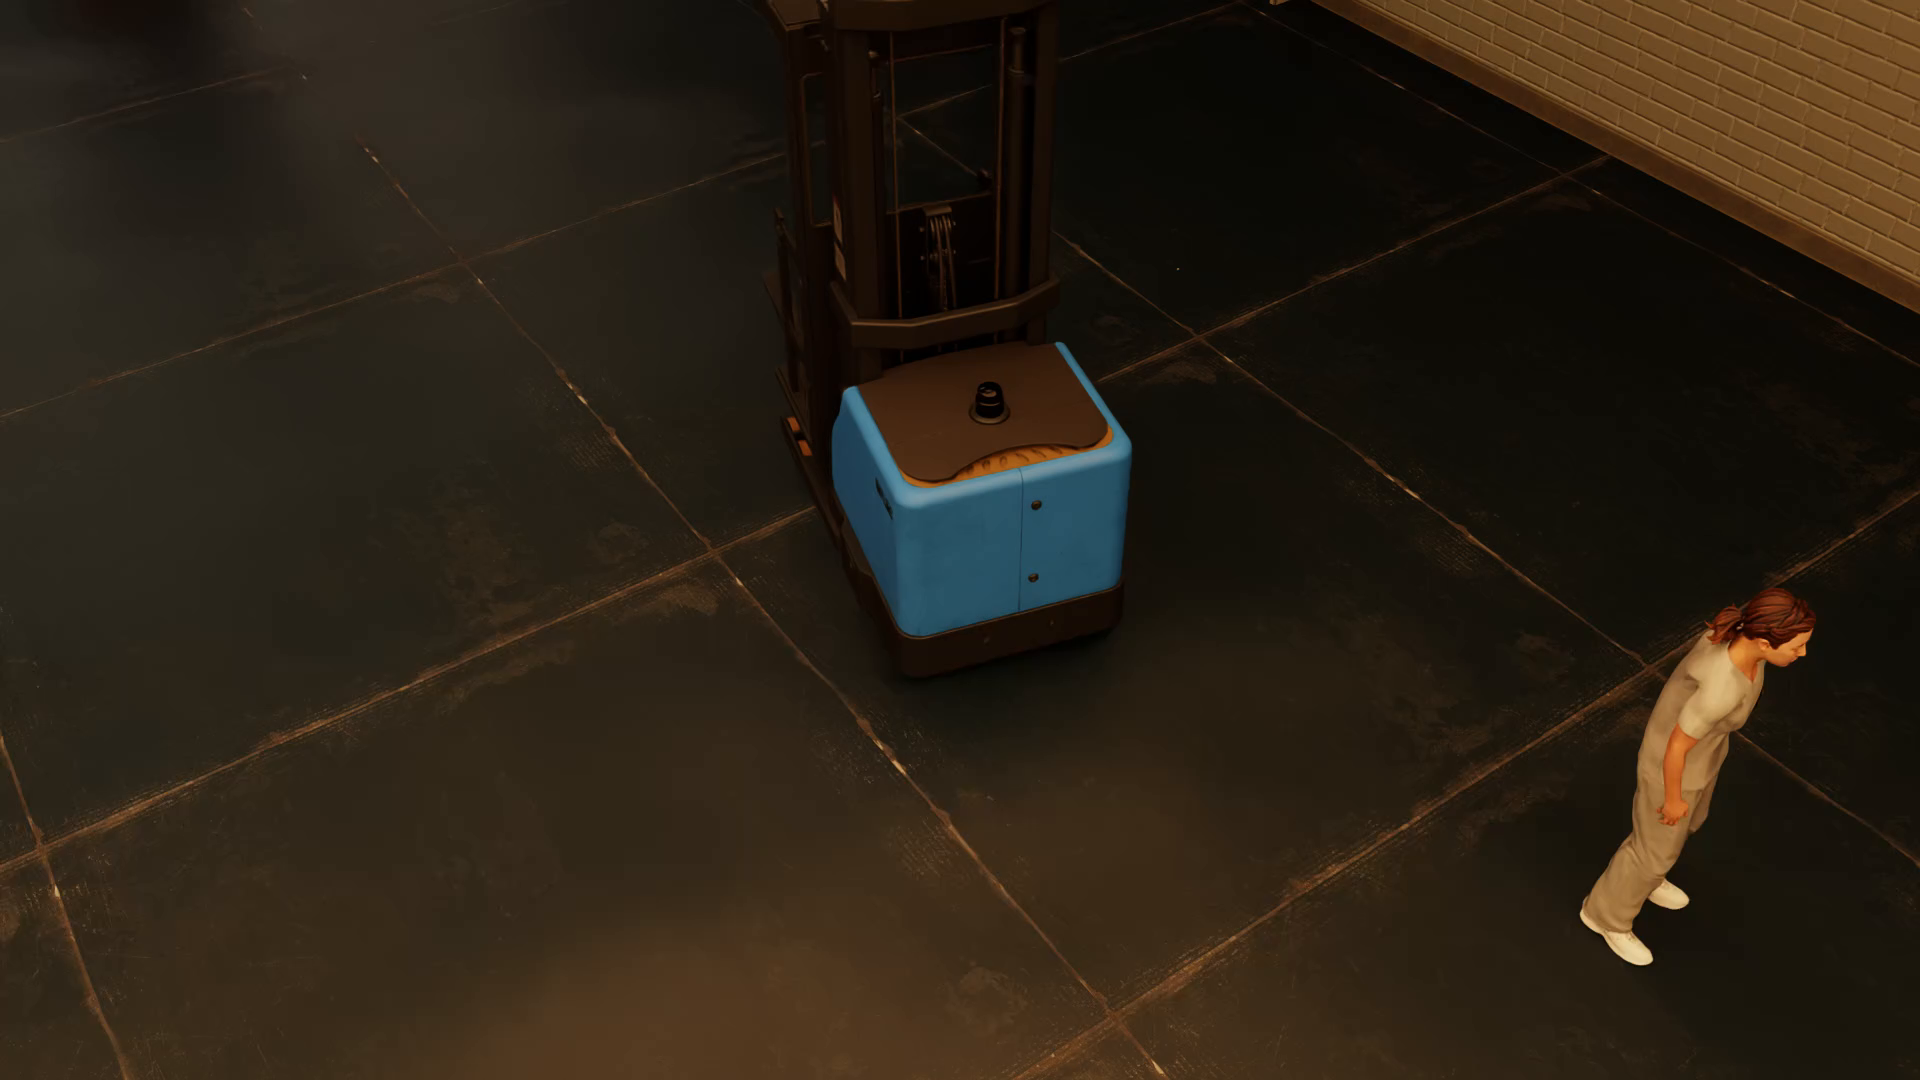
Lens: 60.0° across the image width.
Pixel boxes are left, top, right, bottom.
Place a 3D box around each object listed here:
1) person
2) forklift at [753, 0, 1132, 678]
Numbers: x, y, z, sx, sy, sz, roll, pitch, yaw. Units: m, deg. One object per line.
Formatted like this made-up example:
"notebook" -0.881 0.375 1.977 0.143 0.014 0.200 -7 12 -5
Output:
"person" 2.549 0.785 5.794 0.363 1.672 0.489 29 50 27
"forklift" -0.258 -1.499 7.343 1.130 2.935 3.031 -14 44 -14
